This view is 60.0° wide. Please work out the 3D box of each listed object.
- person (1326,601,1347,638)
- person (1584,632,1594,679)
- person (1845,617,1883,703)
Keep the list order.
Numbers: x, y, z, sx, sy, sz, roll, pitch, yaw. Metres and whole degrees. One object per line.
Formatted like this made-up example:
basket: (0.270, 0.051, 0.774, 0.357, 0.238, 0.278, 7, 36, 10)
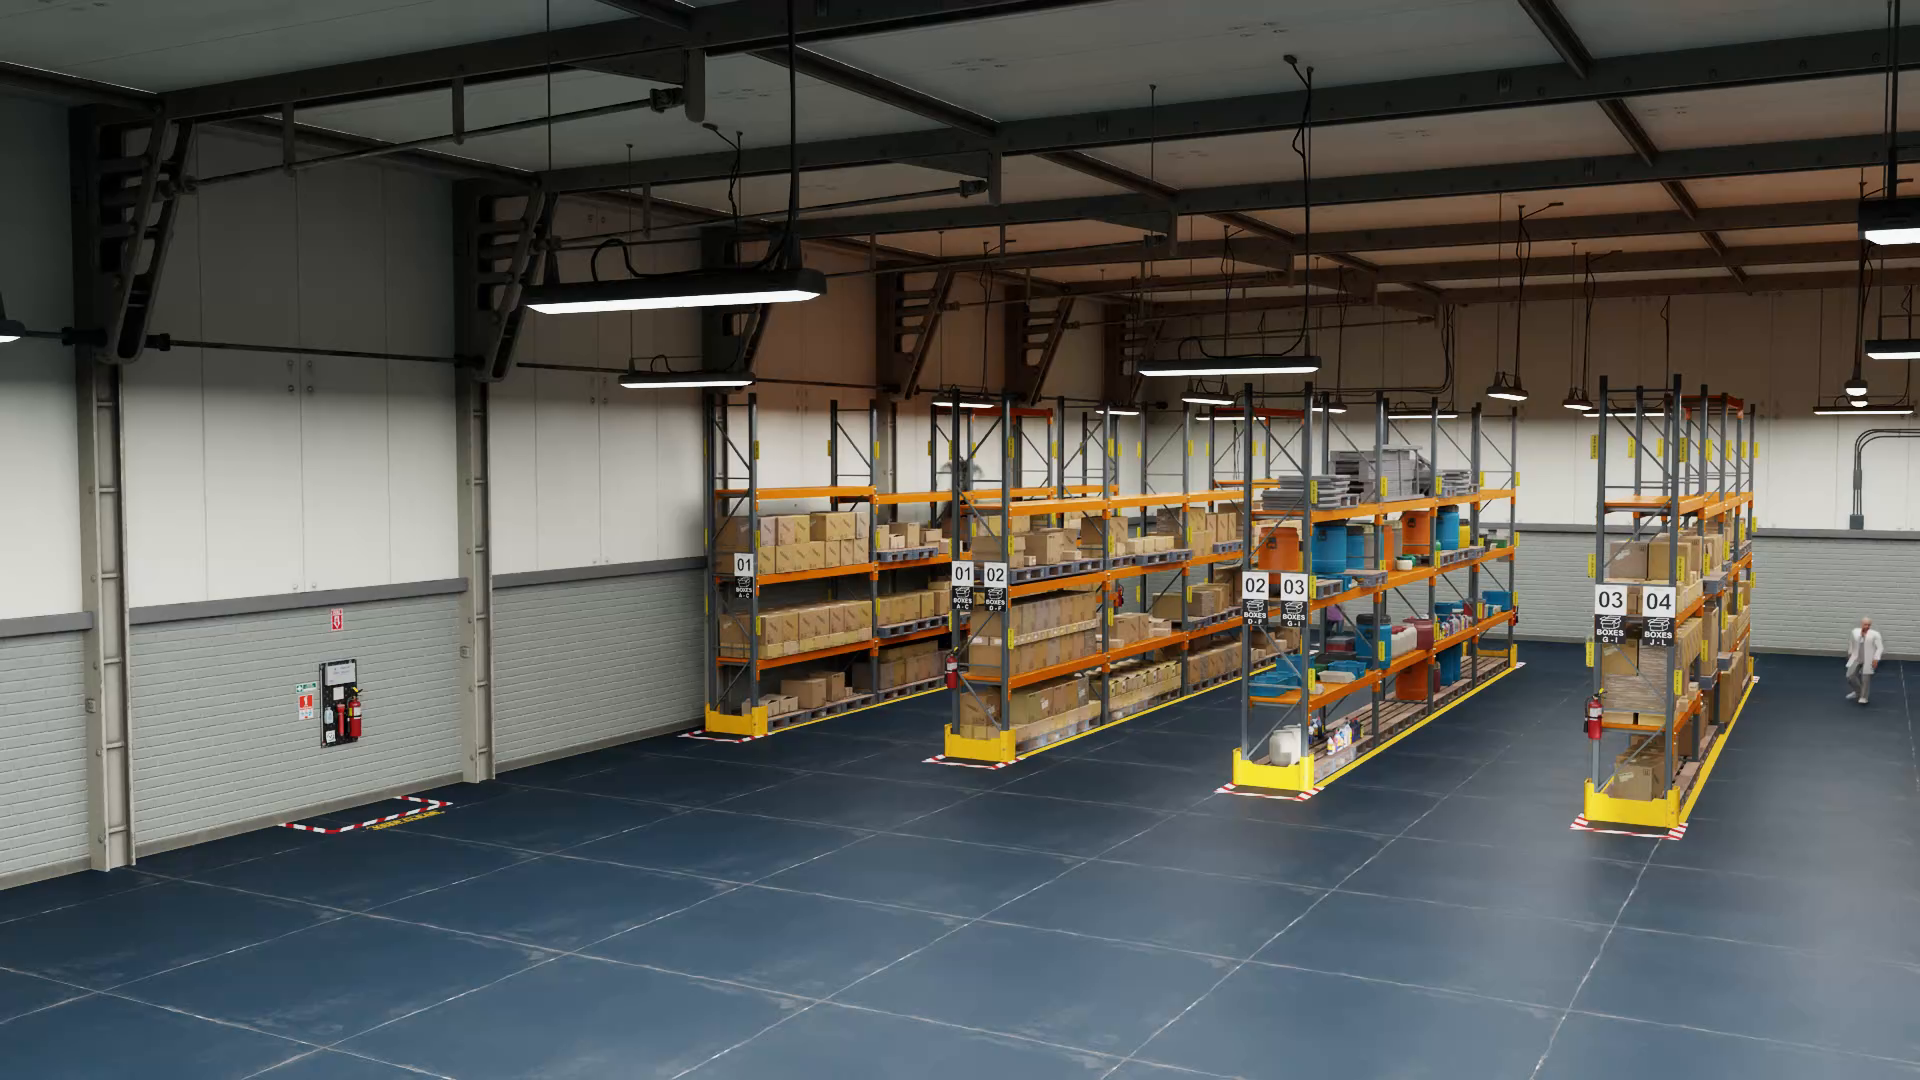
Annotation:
person: (9.375, 1.986, 41.577, 0.635, 1.535, 0.561, 1, 3, 15)
person: (12.602, 2.401, 32.766, 0.560, 1.689, 0.777, 2, 4, 31)
person: (17.749, 2.366, 32.658, 0.718, 1.729, 0.682, 3, 4, 45)
